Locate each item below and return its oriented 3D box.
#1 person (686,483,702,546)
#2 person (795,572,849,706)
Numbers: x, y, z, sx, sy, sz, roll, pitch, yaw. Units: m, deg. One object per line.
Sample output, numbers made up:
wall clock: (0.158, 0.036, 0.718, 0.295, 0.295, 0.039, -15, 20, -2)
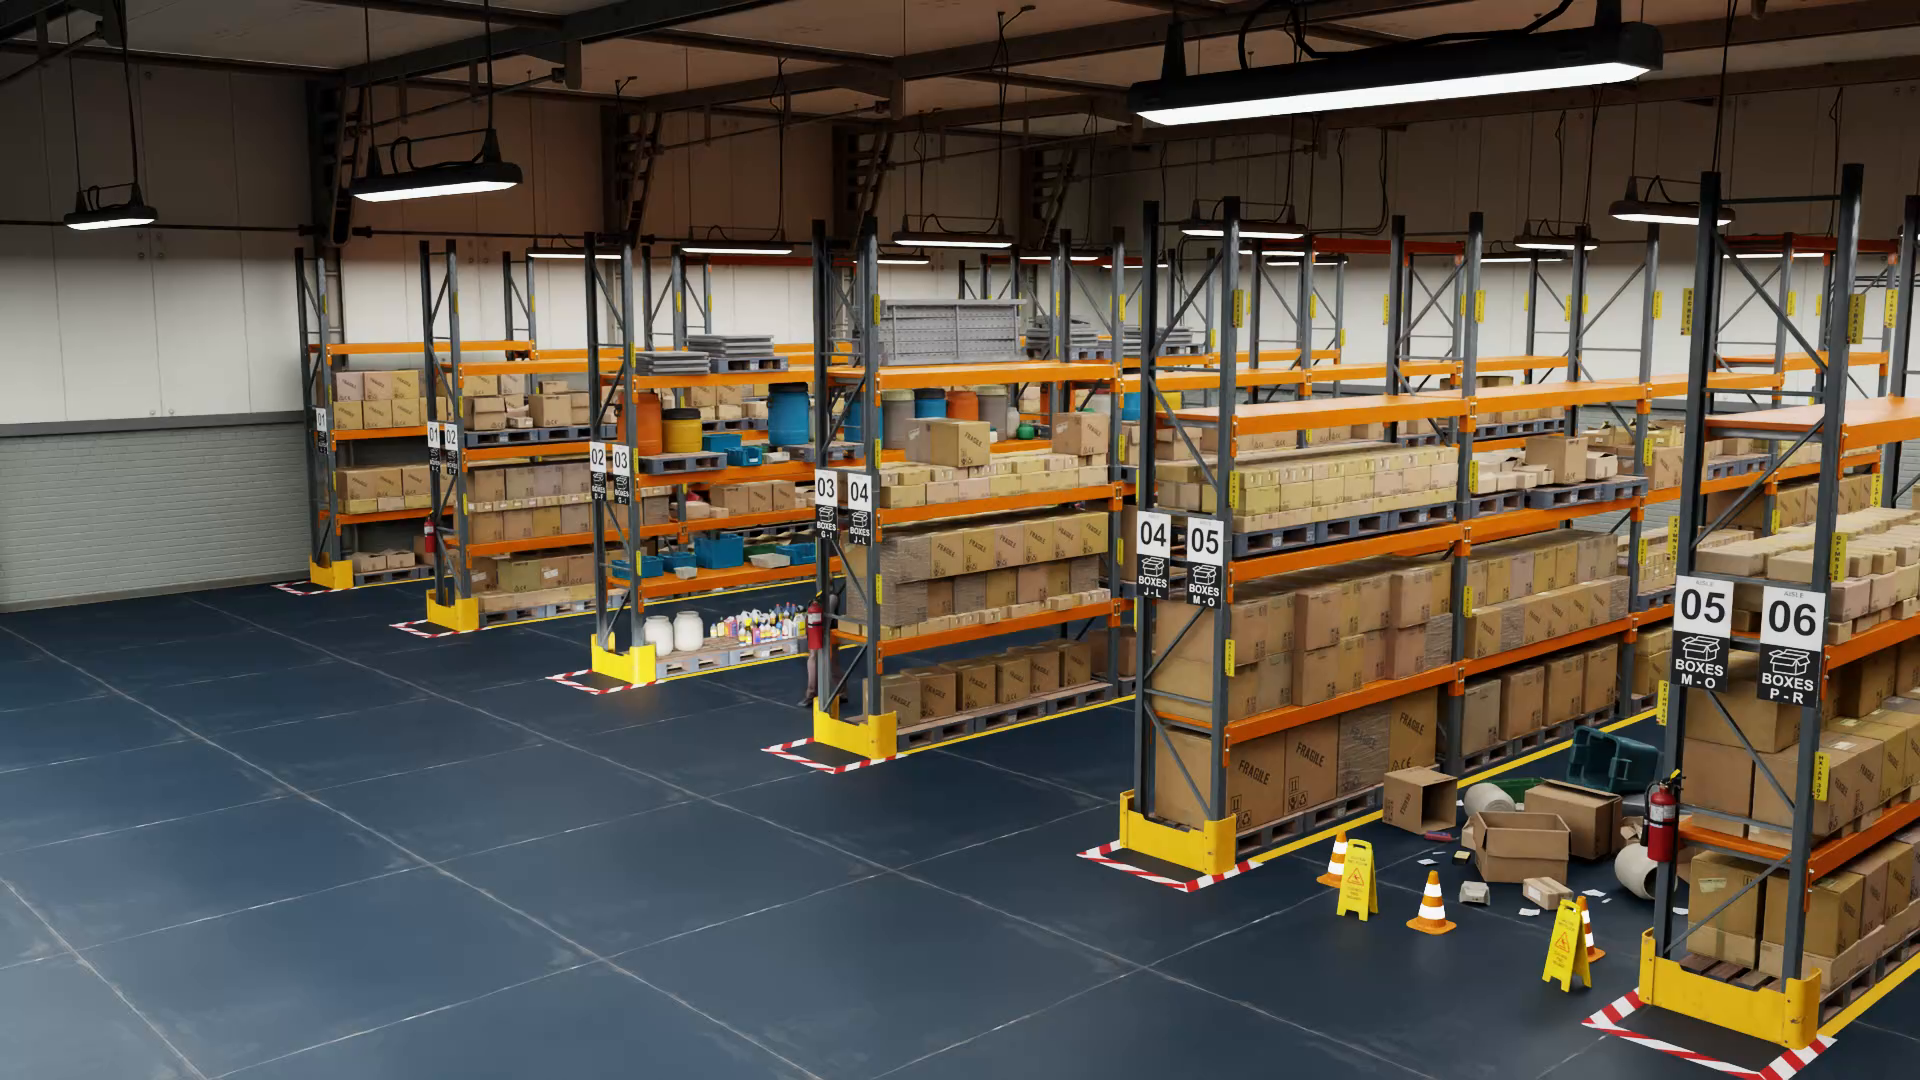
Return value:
person: (-5.039, -0.270, 31.425, 0.626, 1.711, 0.659, 6, 10, 33)
person: (-1.743, 1.251, 20.991, 0.671, 1.737, 0.572, -3, 9, -17)
